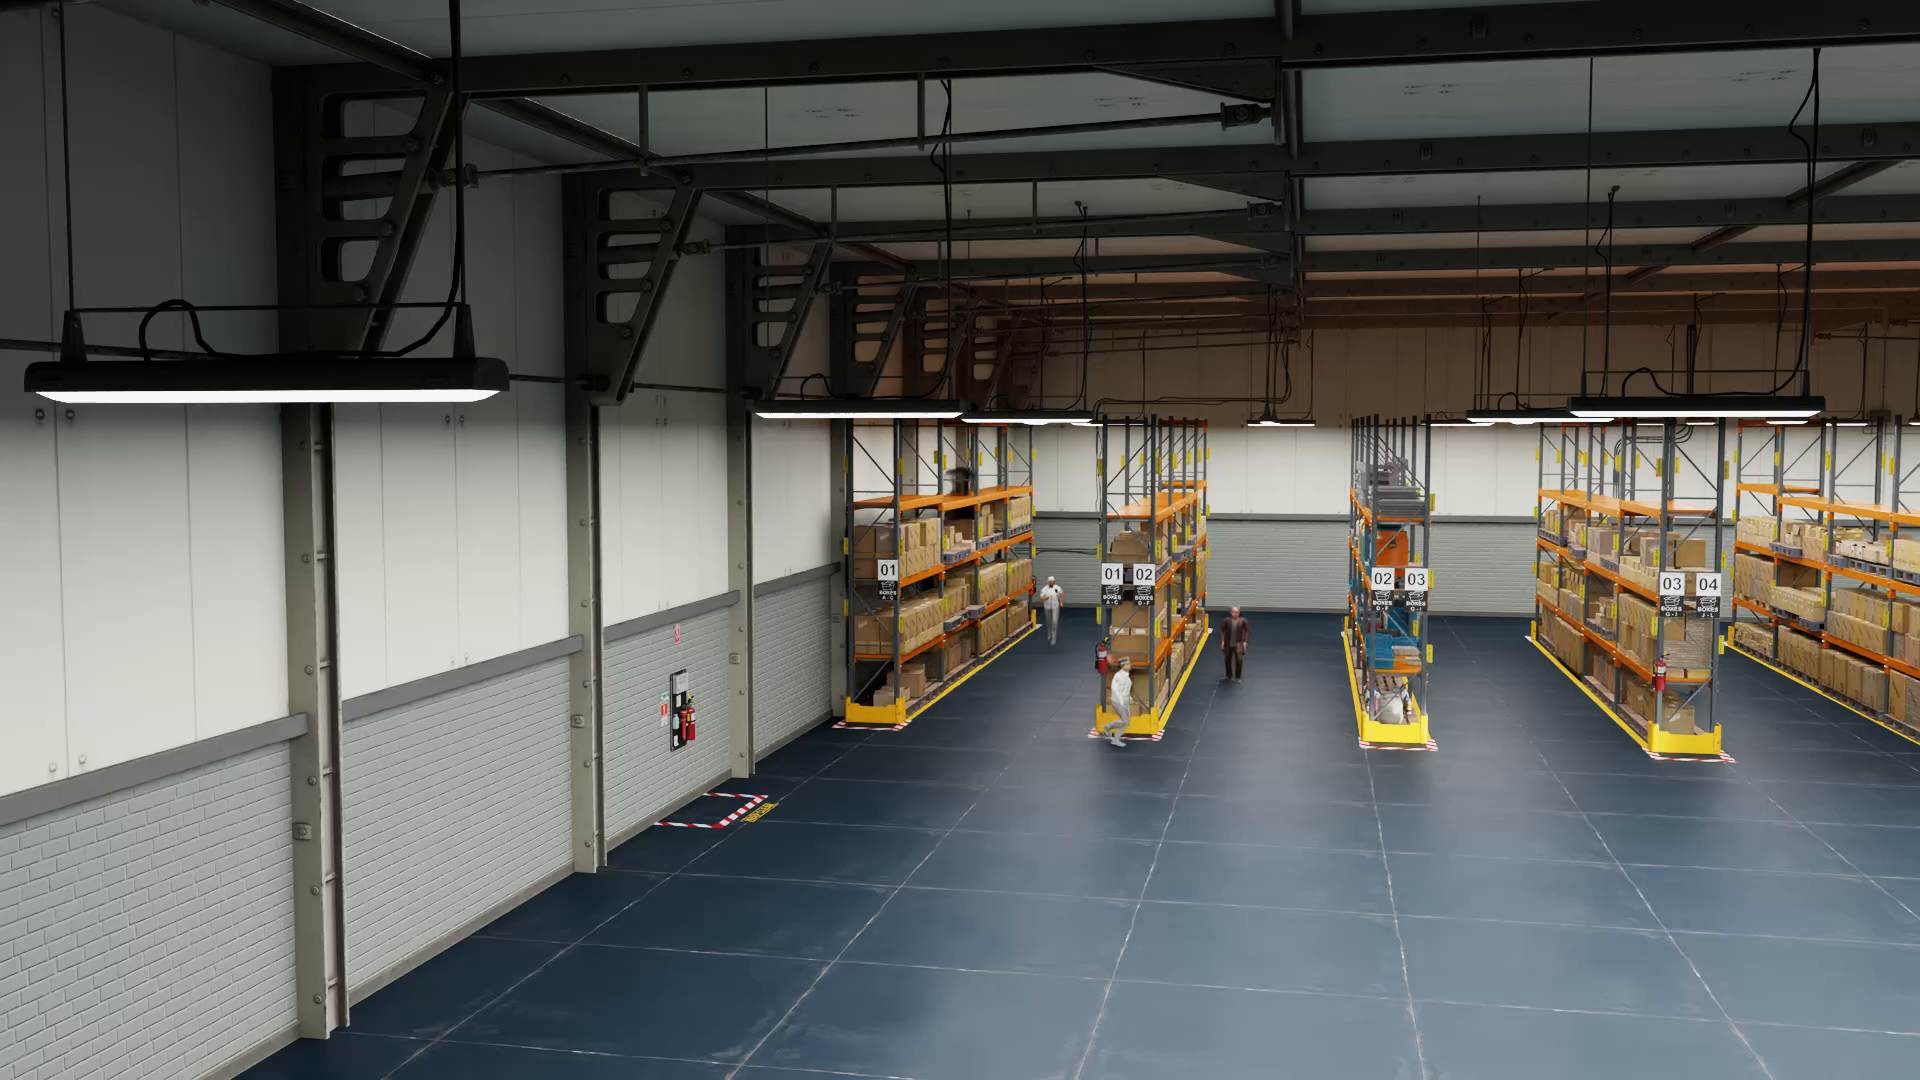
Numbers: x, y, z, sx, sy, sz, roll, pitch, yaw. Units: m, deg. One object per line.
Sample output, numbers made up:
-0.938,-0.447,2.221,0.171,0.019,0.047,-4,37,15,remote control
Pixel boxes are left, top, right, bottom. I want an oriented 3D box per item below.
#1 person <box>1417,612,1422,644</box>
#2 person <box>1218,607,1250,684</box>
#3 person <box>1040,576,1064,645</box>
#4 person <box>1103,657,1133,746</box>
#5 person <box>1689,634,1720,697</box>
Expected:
12.166,1.893,44.529,0.720,1.735,0.684,1,4,19,person
6.202,2.412,37.611,0.702,1.627,0.687,1,4,13,person
2.348,1.794,42.677,0.588,1.722,0.818,1,4,9,person
2.849,2.913,30.121,0.513,1.636,0.617,2,4,29,person
15.960,2.472,35.628,0.698,1.601,0.853,2,4,24,person
